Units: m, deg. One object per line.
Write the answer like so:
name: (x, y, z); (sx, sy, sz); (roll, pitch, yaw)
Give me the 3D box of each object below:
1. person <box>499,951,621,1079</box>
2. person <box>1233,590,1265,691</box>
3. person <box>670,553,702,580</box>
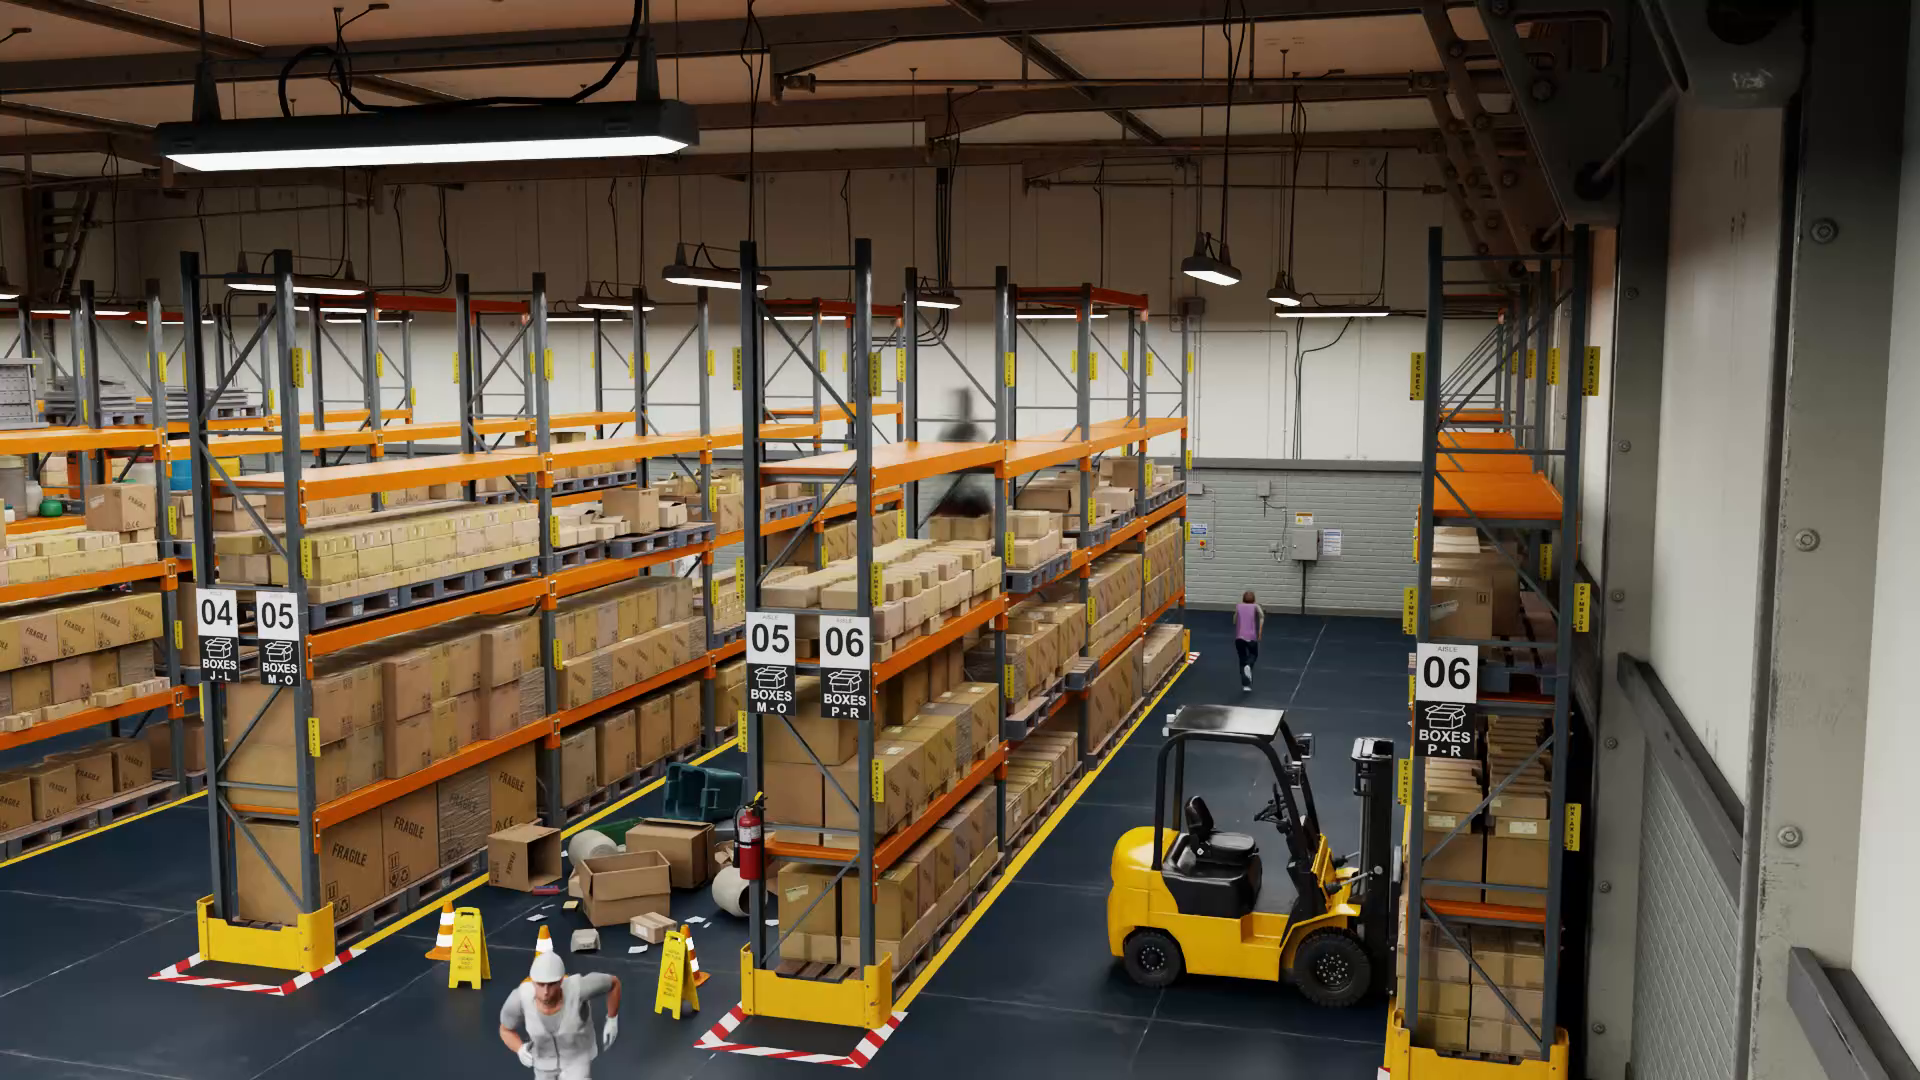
person: (-2.412, 3.225, 10.138); (0.705, 1.730, 1.033); (0, 6, -4)
person: (4.458, 1.546, 25.671); (0.525, 1.526, 0.681); (2, 7, 18)
person: (-5.158, 0.825, 31.658); (0.620, 1.719, 0.797); (-5, 8, -38)
